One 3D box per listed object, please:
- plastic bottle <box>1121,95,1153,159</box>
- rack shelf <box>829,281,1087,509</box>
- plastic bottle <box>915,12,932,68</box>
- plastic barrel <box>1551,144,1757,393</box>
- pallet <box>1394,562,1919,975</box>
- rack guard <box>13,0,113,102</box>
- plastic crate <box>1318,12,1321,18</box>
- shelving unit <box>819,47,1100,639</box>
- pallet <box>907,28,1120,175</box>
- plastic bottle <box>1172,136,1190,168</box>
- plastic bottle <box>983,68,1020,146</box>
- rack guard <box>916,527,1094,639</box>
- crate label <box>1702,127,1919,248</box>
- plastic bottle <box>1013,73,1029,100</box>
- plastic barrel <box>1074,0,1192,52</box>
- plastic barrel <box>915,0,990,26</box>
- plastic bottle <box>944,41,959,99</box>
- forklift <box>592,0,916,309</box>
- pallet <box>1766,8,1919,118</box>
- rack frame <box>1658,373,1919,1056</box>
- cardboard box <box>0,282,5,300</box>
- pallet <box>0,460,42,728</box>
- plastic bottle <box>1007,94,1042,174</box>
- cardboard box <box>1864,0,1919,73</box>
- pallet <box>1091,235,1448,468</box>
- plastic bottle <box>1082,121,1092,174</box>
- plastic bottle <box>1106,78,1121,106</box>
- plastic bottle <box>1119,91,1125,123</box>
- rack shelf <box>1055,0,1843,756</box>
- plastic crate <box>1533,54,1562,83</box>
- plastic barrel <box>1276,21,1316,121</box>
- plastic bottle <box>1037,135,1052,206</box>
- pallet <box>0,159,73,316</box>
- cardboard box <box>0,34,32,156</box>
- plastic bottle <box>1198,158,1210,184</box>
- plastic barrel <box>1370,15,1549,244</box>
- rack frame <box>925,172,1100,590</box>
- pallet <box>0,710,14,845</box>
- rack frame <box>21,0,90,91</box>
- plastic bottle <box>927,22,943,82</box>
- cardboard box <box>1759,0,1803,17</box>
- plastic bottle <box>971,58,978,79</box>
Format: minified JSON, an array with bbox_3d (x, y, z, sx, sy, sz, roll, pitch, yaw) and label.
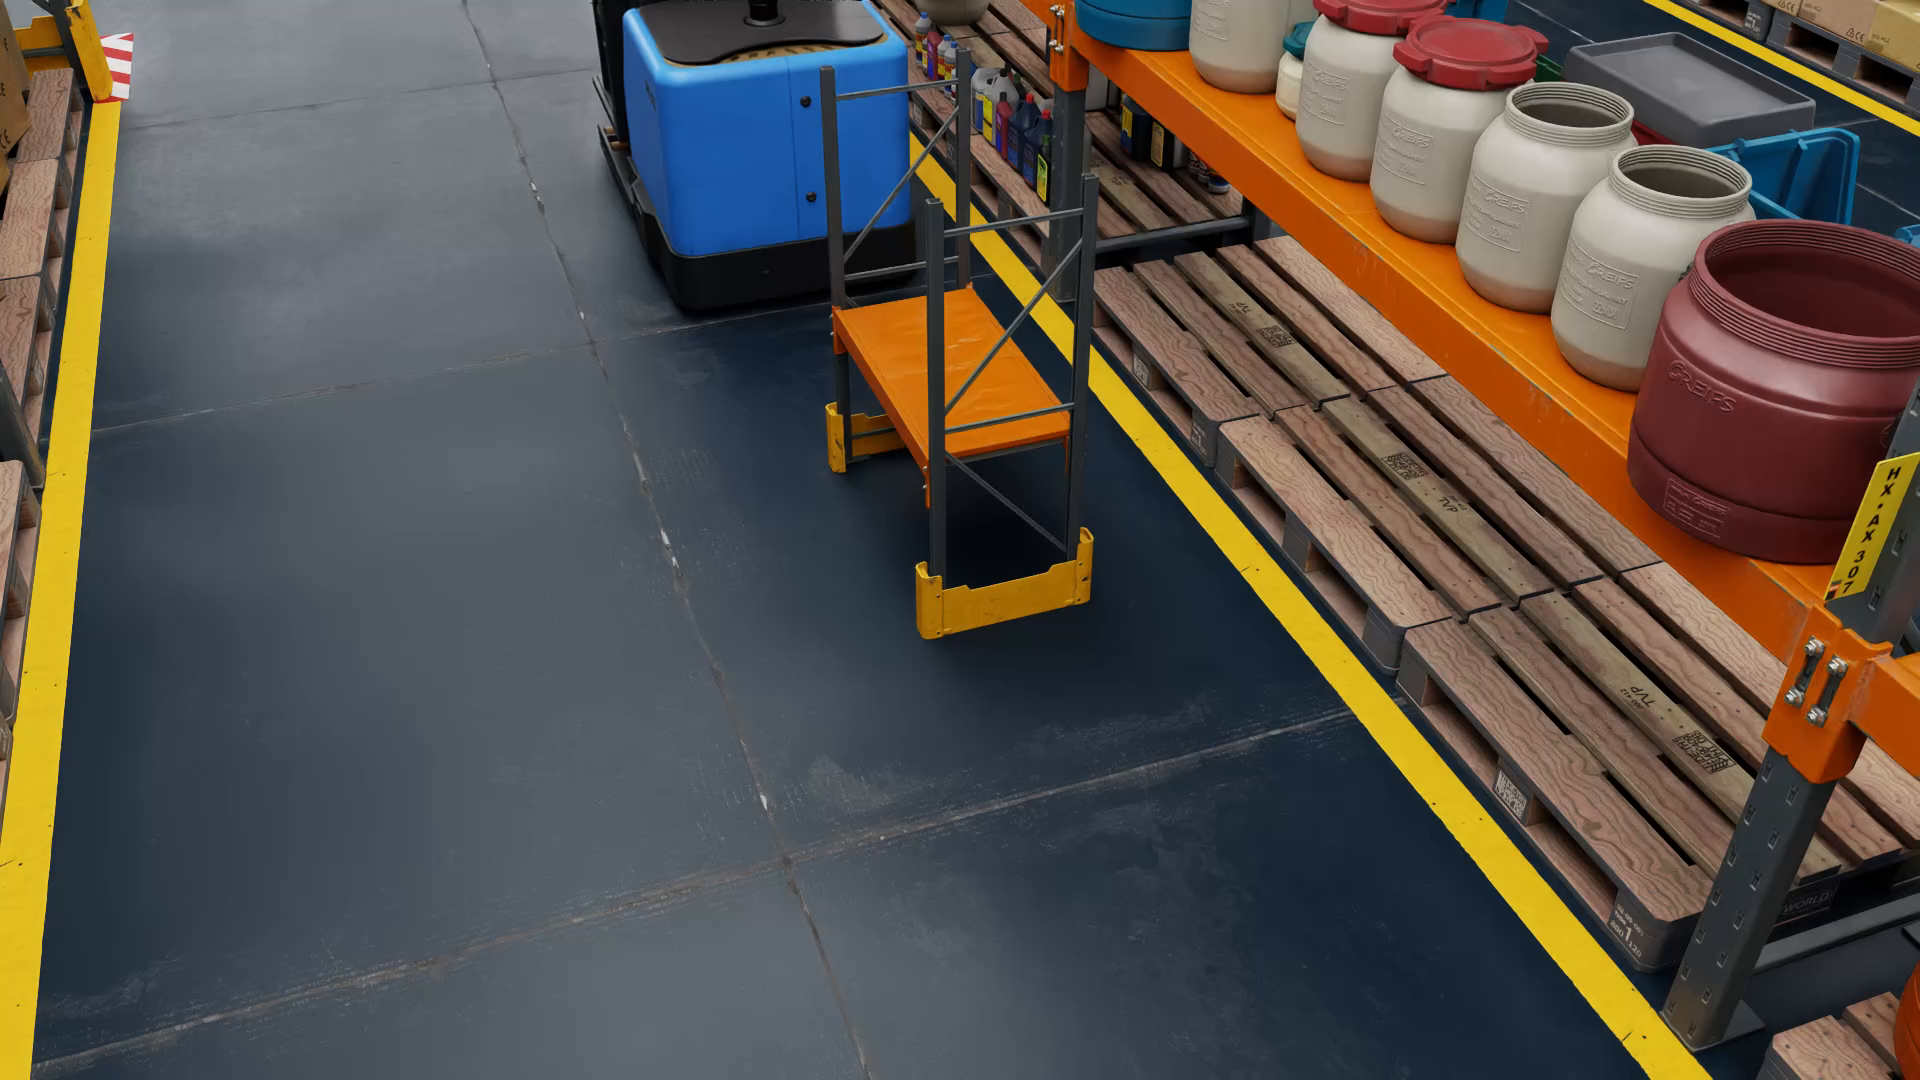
[{"bbox_3d":[0.839,-1.963,7.700,0.144,0.351,0.185,-12,39,-16],"label":"plastic bottle"},{"bbox_3d":[-0.029,-0.504,5.471,0.538,0.185,1.000,-12,39,-16],"label":"rack shelf"},{"bbox_3d":[-0.182,-2.591,8.598,0.097,0.271,0.097,0,37,0],"label":"plastic bottle"},{"bbox_3d":[1.685,-0.656,4.034,0.421,0.512,0.421,0,37,0],"label":"plastic barrel"},{"bbox_3d":[2.009,0.594,4.786,1.003,0.211,1.213,-12,39,-16],"label":"pallet"},{"bbox_3d":[-5.138,-2.526,8.689,1.175,0.500,0.348,-12,39,-16],"label":"rack guard"},{"bbox_3d":[1.317,-2.149,6.057,0.402,0.464,0.583,-12,39,-16],"label":"plastic crate"},{"bbox_3d":[-0.026,-0.642,5.356,0.587,1.500,1.083,-12,39,-16],"label":"shelving unit"},{"bbox_3d":[0.247,-2.298,8.626,1.003,0.211,1.213,-12,39,-16],"label":"pallet"},{"bbox_3d":[1.028,-1.869,7.637,0.152,0.276,0.135,-11,38,-14],"label":"plastic bottle"},{"bbox_3d":[0.194,-2.046,7.810,0.144,0.351,0.185,-13,39,-16],"label":"plastic bottle"},{"bbox_3d":[0.145,0.138,5.358,0.587,0.250,0.087,-12,39,-16],"label":"rack guard"},{"bbox_3d":[2.152,-0.705,4.164,0.502,0.435,0.616,-12,39,-16],"label":"crate label"},{"bbox_3d":[0.281,-2.055,7.877,0.061,0.283,0.133,-12,39,-16],"label":"plastic bottle"},{"bbox_3d":[0.711,-2.253,5.831,0.600,0.901,0.708,-12,39,-16],"label":"plastic barrel"},{"bbox_3d":[-0.043,-3.128,9.129,0.421,0.512,0.421,0,37,0],"label":"plastic barrel"},{"bbox_3d":[-0.030,-2.340,8.266,0.097,0.271,0.097,0,37,0],"label":"plastic bottle"},{"bbox_3d":[-1.150,-3.016,7.318,1.130,2.935,3.031,-12,39,-15],"label":"forklift"},{"bbox_3d":[5.281,-2.701,9.161,1.003,0.211,1.213,-12,39,-16],"label":"pallet"},{"bbox_3d":[2.239,-0.074,3.355,1.000,3.000,0.127,-12,39,-16],"label":"rack frame"},{"bbox_3d":[-4.092,-1.034,6.358,0.500,0.500,0.500,-1,37,-1],"label":"cardboard box"},{"bbox_3d":[-3.518,0.245,5.249,1.003,0.211,1.213,-12,39,-16],"label":"pallet"},{"bbox_3d":[0.305,-1.864,7.567,0.144,0.351,0.185,-14,39,-18],"label":"plastic bottle"},{"bbox_3d":[5.150,-2.643,8.702,0.500,0.250,0.500,-12,39,-16],"label":"cardboard box"},{"bbox_3d":[1.170,-0.784,6.616,1.003,0.211,1.213,-12,39,-16],"label":"pallet"},{"bbox_3d":[0.506,-1.785,7.463,0.144,0.351,0.185,-12,39,-16],"label":"plastic bottle"},{"bbox_3d":[0.764,-2.340,8.200,0.144,0.351,0.185,-13,39,-16],"label":"plastic bottle"},{"bbox_3d":[0.824,-2.144,8.005,0.097,0.271,0.097,0,37,0],"label":"plastic bottle"},{"bbox_3d":[1.551,-0.917,5.072,1.077,0.370,4.000,-12,39,-16],"label":"rack shelf"},{"bbox_3d":[1.727,-1.324,5.190,0.450,0.188,0.662,-12,39,-16],"label":"plastic crate"},{"bbox_3d":[1.174,-1.499,5.362,0.301,0.262,0.301,0,37,0],"label":"plastic barrel"},{"bbox_3d":[0.388,-1.628,7.310,0.061,0.283,0.133,-11,38,-14],"label":"plastic bottle"},{"bbox_3d":[-4.475,-1.257,7.243,1.003,0.211,1.213,-12,39,-16],"label":"pallet"},{"bbox_3d":[-4.727,-2.050,7.707,0.500,0.500,0.500,-3,37,-4],"label":"cardboard box"},{"bbox_3d":[1.130,-1.720,7.500,0.097,0.201,0.097,0,37,0],"label":"plastic bottle"},{"bbox_3d":[1.388,-1.143,4.662,0.433,0.535,0.433,0,37,0],"label":"plastic barrel"},{"bbox_3d":[0.146,-0.360,4.981,0.500,1.500,0.032,-12,39,-16],"label":"rack frame"},{"bbox_3d":[-3.095,0.935,4.333,1.003,0.211,1.213,-12,39,-16],"label":"pallet"},{"bbox_3d":[-5.164,-3.568,7.994,1.000,3.000,0.127,-12,39,-16],"label":"rack frame"},{"bbox_3d":[-0.121,-2.464,8.420,0.061,0.283,0.133,-12,39,-15],"label":"plastic bottle"},{"bbox_3d":[4.802,-3.207,9.451,0.500,0.250,0.500,-12,39,-16],"label":"cardboard box"},{"bbox_3d":[0.040,-2.226,8.114,0.097,0.271,0.097,0,37,0],"label":"plastic bottle"}]
